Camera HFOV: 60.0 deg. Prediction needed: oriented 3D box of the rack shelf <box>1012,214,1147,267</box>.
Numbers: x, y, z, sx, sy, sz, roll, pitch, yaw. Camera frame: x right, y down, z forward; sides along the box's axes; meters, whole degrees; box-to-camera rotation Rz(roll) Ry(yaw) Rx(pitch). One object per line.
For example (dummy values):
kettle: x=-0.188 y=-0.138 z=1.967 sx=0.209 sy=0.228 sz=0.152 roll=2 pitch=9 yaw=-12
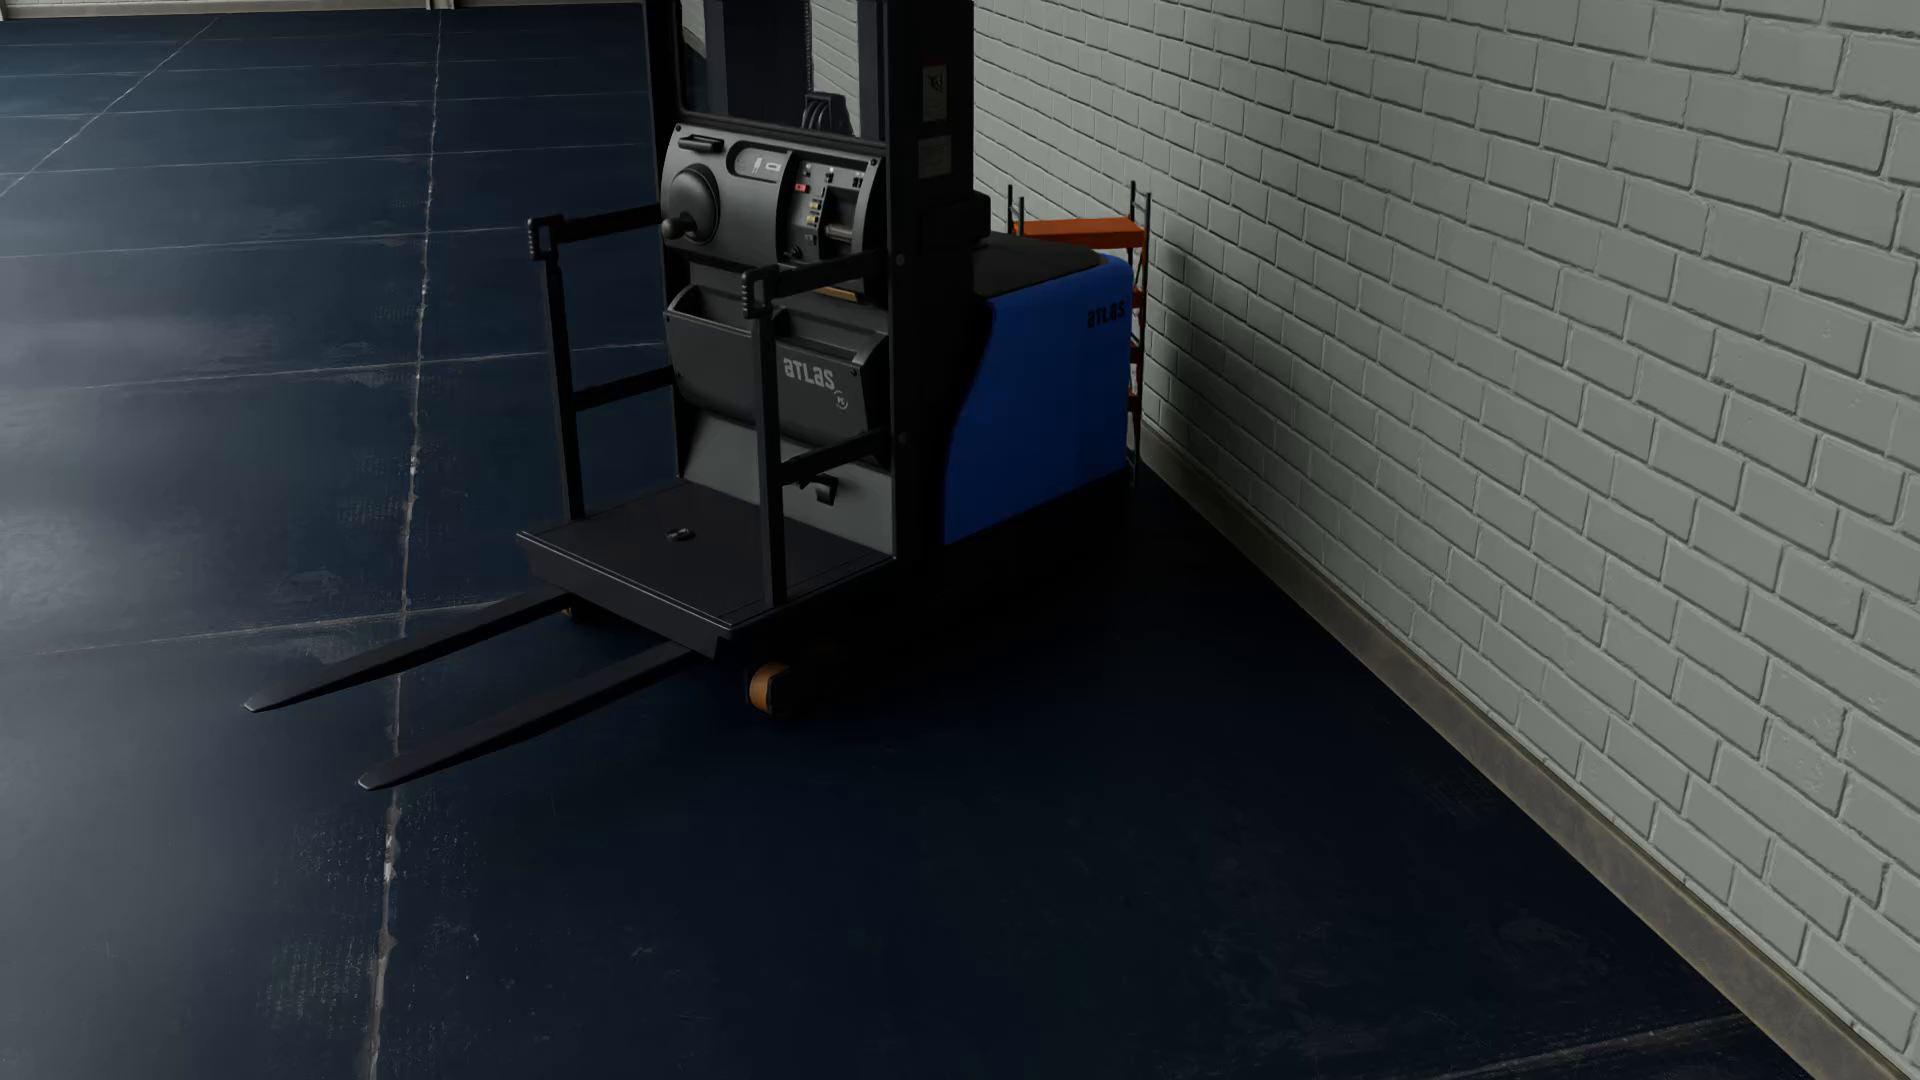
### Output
rack shelf: x=0.451 y=-1.145 z=6.400 sx=0.480 sy=0.148 sz=0.258 roll=-4 pitch=24 yaw=-9

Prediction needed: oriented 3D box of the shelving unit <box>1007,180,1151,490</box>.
shelving unit: x=0.451 y=-0.784 z=6.555 sx=0.503 sy=1.200 sz=0.258 roll=-4 pitch=24 yaw=-9

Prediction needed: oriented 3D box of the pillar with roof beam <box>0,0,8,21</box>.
pillar with roof beam: x=-12.273 y=-9.707 z=17.460 sx=0.400 sy=9.000 sz=9.100 roll=-6 pitch=24 yaw=-14

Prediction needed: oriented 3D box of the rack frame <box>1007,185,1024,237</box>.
rack frame: x=0.211 y=-0.767 z=6.516 sx=0.015 sy=1.200 sz=0.240 roll=-4 pitch=24 yaw=-9

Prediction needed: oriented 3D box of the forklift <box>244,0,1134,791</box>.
forklift: x=-0.733 y=-1.041 z=4.959 sx=1.130 sy=2.935 sz=3.031 roll=20 pitch=30 yaw=38

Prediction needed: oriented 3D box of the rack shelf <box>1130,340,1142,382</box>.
rack shelf: x=0.451 y=-0.722 z=6.582 sx=0.480 sy=0.148 sz=0.258 roll=-4 pitch=24 yaw=-9

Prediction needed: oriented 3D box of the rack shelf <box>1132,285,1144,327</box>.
rack shelf: x=0.451 y=-0.928 z=6.493 sx=0.480 sy=0.148 sz=0.258 roll=-4 pitch=24 yaw=-9

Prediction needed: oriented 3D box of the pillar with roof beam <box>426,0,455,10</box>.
pillar with roof beam: x=-6.496 y=-10.346 z=18.949 sx=0.400 sy=9.000 sz=9.100 roll=-6 pitch=24 yaw=-14

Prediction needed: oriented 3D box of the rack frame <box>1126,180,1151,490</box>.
rack frame: x=0.691 y=-0.800 z=6.594 sx=0.015 sy=1.200 sz=0.240 roll=-4 pitch=24 yaw=-9

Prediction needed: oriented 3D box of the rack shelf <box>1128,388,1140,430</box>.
rack shelf: x=0.451 y=-0.540 z=6.660 sx=0.480 sy=0.148 sz=0.258 roll=-4 pitch=24 yaw=-9
